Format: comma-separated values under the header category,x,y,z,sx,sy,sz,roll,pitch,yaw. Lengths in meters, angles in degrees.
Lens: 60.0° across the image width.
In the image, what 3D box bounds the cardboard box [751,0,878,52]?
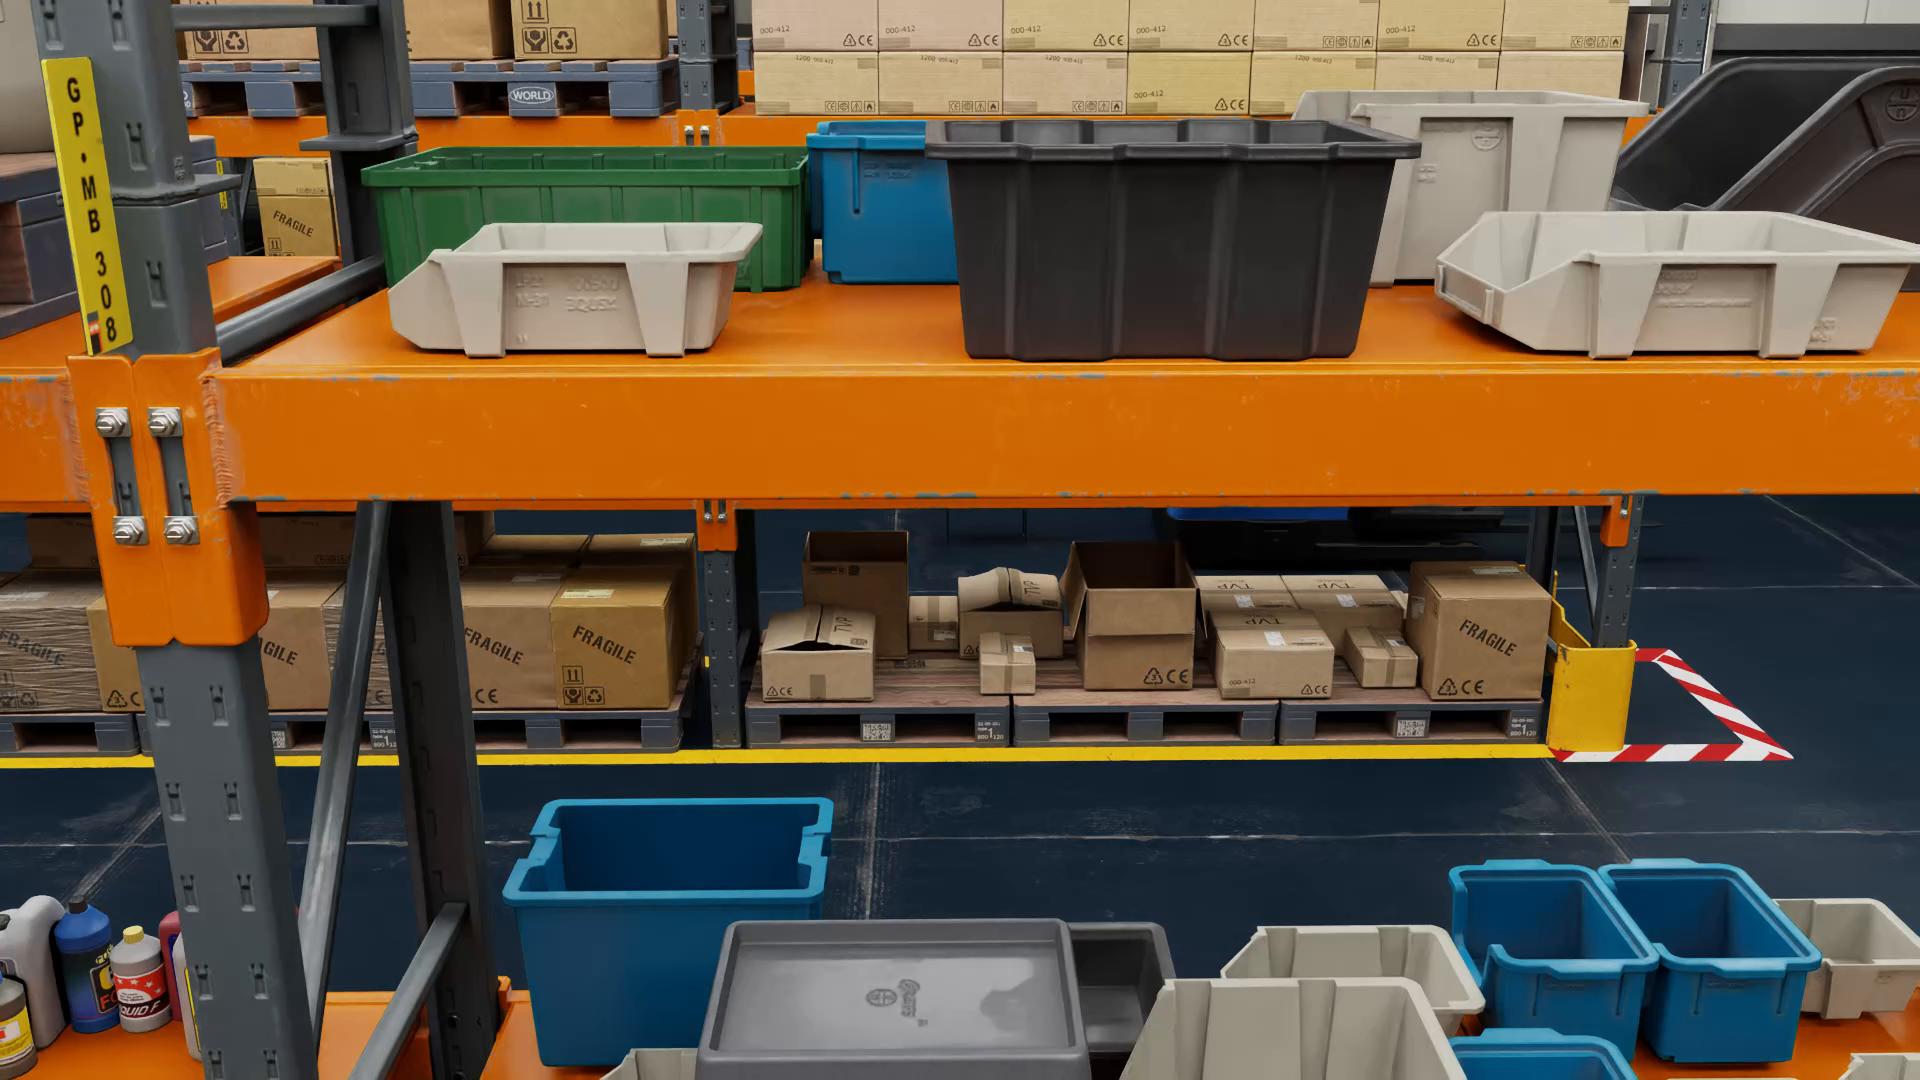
category,x,y,z,sx,sy,sz,roll,pitch,yaw
cardboard box,-0.581,-2.148,6.848,0.500,0.250,0.500,0,18,-1

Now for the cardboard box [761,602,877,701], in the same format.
category,x,y,z,sx,sy,sz,roll,pitch,yaw
cardboard box,-0.648,0.509,7.733,0.500,0.311,0.500,0,18,-1

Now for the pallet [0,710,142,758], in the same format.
category,x,y,z,sx,sy,sz,roll,pitch,yaw
pallet,-4.323,0.729,7.930,1.213,0.211,1.003,0,18,-1

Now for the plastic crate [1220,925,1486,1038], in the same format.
category,x,y,z,sx,sy,sz,roll,pitch,yaw
plastic crate,0.740,0.883,3.217,0.466,0.136,0.293,0,18,-1

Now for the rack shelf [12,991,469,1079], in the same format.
category,x,y,z,sx,sy,sz,roll,pitch,yaw
rack shelf,-2.996,1.239,2.953,4.000,0.370,1.077,0,18,-1

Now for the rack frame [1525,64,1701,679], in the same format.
category,x,y,z,sx,sy,sz,roll,pitch,yaw
rack frame,2.929,-0.646,7.649,0.127,3.000,1.000,0,18,-1

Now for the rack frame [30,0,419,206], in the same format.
category,x,y,z,sx,sy,sz,roll,pitch,yaw
rack frame,-0.996,-1.970,1.957,0.127,3.000,1.000,0,18,-1

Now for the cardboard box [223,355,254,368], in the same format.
category,x,y,z,sx,sy,sz,roll,pitch,yaw
cardboard box,-3.525,-0.838,7.398,0.500,0.500,0.700,3,18,10

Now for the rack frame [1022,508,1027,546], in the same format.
category,x,y,z,sx,sy,sz,roll,pitch,yaw
rack frame,0.409,-0.573,10.370,0.015,1.200,0.240,0,18,-1

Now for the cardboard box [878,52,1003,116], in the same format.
category,x,y,z,sx,sy,sz,roll,pitch,yaw
cardboard box,-0.081,-1.911,6.929,0.500,0.250,0.500,0,18,-1

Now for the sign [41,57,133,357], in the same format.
category,x,y,z,sx,sy,sz,roll,pitch,yaw
sign,-0.989,-0.378,1.890,0.005,0.325,0.100,0,18,-1

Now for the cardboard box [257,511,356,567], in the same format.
category,x,y,z,sx,sy,sz,roll,pitch,yaw
cardboard box,-3.060,-0.067,7.991,0.500,0.250,0.500,-1,18,-2

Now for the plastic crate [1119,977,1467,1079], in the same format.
category,x,y,z,sx,sy,sz,roll,pitch,yaw
plastic crate,0.533,0.963,2.730,0.530,0.282,0.437,0,18,-1

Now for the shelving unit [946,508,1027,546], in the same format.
category,x,y,z,sx,sy,sz,roll,pitch,yaw
shelving unit,0.166,-0.572,10.367,0.503,1.200,0.258,0,18,-1

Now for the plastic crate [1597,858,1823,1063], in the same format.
category,x,y,z,sx,sy,sz,roll,pitch,yaw
plastic crate,1.435,0.825,3.240,0.300,0.233,0.416,0,18,-1

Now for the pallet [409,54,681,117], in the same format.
category,x,y,z,sx,sy,sz,roll,pitch,yaw
pallet,-1.724,-1.983,7.217,1.003,0.211,1.213,0,18,-1

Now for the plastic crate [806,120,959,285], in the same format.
category,x,y,z,sx,sy,sz,roll,pitch,yaw
plastic crate,-0.091,-0.564,2.758,0.300,0.233,0.416,0,18,-1

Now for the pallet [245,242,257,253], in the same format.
category,x,y,z,sx,sy,sz,roll,pitch,yaw
pallet,-5.863,-1.993,12.163,1.003,0.211,1.213,0,18,-1

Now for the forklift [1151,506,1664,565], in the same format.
category,x,y,z,sx,sy,sz,roll,pitch,yaw
forklift,2.763,-1.376,10.040,3.031,2.935,1.130,0,18,0

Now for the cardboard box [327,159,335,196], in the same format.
category,x,y,z,sx,sy,sz,roll,pitch,yaw
cardboard box,-4.157,-2.602,11.837,0.500,0.250,0.500,-1,18,-2

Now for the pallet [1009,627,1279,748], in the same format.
category,x,y,z,sx,sy,sz,roll,pitch,yaw
pallet,0.839,0.692,8.046,1.213,0.211,1.003,0,18,-1

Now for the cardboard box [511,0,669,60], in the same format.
category,x,y,z,sx,sy,sz,roll,pitch,yaw
cardboard box,-1.575,-2.370,7.099,0.600,0.600,0.600,-2,18,-6

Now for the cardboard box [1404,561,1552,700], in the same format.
category,x,y,z,sx,sy,sz,roll,pitch,yaw
cardboard box,2.389,0.413,7.721,0.500,0.500,0.500,0,18,-1

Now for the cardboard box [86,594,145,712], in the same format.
category,x,y,z,sx,sy,sz,roll,pitch,yaw
cardboard box,-3.586,0.454,7.594,0.500,0.500,0.500,-1,18,-2

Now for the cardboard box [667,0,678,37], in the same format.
category,x,y,z,sx,sy,sz,roll,pitch,yaw
cardboard box,-2.034,-3.854,11.856,0.500,0.500,0.700,-1,18,-4

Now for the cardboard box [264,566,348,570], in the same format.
category,x,y,z,sx,sy,sz,roll,pitch,yaw
cardboard box,-3.097,0.291,8.103,0.500,0.500,0.500,-1,18,-3

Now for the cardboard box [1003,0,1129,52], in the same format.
category,x,y,z,sx,sy,sz,roll,pitch,yaw
cardboard box,0.420,-2.150,6.854,0.500,0.250,0.500,0,18,-1

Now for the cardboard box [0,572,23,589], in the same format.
category,x,y,z,sx,sy,sz,roll,pitch,yaw
cardboard box,-4.611,0.459,7.578,0.500,0.500,0.500,0,18,1

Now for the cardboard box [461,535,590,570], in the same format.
category,x,y,z,sx,sy,sz,roll,pitch,yaw
cardboard box,-2.091,0.288,8.110,0.500,0.500,0.500,0,18,0

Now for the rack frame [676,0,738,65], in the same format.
category,x,y,z,sx,sy,sz,roll,pitch,yaw
rack frame,-1.071,-3.483,6.673,0.127,3.000,1.000,0,18,-1

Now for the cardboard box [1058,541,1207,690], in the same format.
category,x,y,z,sx,sy,sz,roll,pitch,yaw
cardboard box,0.808,0.342,7.937,0.637,0.503,0.797,0,18,-1

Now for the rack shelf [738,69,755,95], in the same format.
category,x,y,z,sx,sy,sz,roll,pitch,yaw
rack shelf,-3.152,-3.215,11.927,4.000,0.370,1.077,0,18,-1

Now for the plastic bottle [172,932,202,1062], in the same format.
category,x,y,z,sx,sy,sz,roll,pitch,yaw
plastic bottle,-1.394,0.813,3.183,0.185,0.351,0.144,0,18,-1

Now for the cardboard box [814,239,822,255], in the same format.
category,x,y,z,sx,sy,sz,roll,pitch,yaw
cardboard box,-0.595,-1.066,7.160,0.500,0.500,0.500,0,18,1

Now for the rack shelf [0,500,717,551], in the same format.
category,x,y,z,sx,sy,sz,roll,pitch,yaw
rack shelf,-3.070,-0.274,7.669,4.000,0.370,1.077,0,18,-1

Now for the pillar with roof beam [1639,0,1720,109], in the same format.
category,x,y,z,sx,sy,sz,roll,pitch,yaw
pillar with roof beam,5.601,-3.978,8.215,0.400,9.000,9.100,0,18,-1

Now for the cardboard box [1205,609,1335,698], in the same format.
category,x,y,z,sx,sy,sz,roll,pitch,yaw
cardboard box,1.439,0.527,7.774,0.500,0.250,0.500,0,18,-1

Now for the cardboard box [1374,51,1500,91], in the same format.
category,x,y,z,sx,sy,sz,roll,pitch,yaw
cardboard box,1.919,-1.920,6.958,0.500,0.250,0.500,0,18,-1

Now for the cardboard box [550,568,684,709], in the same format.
category,x,y,z,sx,sy,sz,roll,pitch,yaw
cardboard box,-1.560,0.444,7.624,0.500,0.500,0.500,0,18,-1

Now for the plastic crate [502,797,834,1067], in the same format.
category,x,y,z,sx,sy,sz,roll,pitch,yaw
plastic crate,-0.535,0.759,3.198,0.575,0.384,0.392,0,18,-1

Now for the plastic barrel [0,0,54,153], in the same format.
category,x,y,z,sx,sy,sz,roll,pitch,yaw
plastic barrel,-1.526,-0.880,2.561,0.433,0.535,0.433,0,18,0

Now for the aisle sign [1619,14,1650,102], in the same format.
category,x,y,z,sx,sy,sz,roll,pitch,yaw
aisle sign,2.992,-1.973,7.533,0.004,0.787,0.394,0,18,-1

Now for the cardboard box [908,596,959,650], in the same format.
category,x,y,z,sx,sy,sz,roll,pitch,yaw
cardboard box,-0.131,0.412,8.299,0.250,0.149,0.380,0,18,-1

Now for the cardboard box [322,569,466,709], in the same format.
category,x,y,z,sx,sy,sz,roll,pitch,yaw
cardboard box,-2.555,0.446,7.617,0.500,0.500,0.500,0,18,0

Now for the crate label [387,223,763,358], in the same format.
category,x,y,z,sx,sy,sz,roll,pitch,yaw
crate label,-0.502,-0.330,2.188,0.466,0.136,0.293,0,18,-1

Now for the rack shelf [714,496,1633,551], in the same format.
category,x,y,z,sx,sy,sz,roll,pitch,yaw
rack shelf,0.929,-0.293,7.729,4.000,0.370,1.077,0,18,-1

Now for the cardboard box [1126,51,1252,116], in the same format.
category,x,y,z,sx,sy,sz,roll,pitch,yaw
cardboard box,0.919,-1.917,6.946,0.500,0.250,0.500,0,18,-1

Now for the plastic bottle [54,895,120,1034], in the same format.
category,x,y,z,sx,sy,sz,roll,pitch,yaw
plastic bottle,-1.715,0.827,3.271,0.097,0.271,0.097,0,18,0

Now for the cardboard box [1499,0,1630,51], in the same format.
category,x,y,z,sx,sy,sz,roll,pitch,yaw
cardboard box,2.419,-2.160,6.887,0.500,0.250,0.500,0,18,-1

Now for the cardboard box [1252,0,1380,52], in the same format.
category,x,y,z,sx,sy,sz,roll,pitch,yaw
cardboard box,1.419,-2.156,6.876,0.500,0.250,0.500,0,18,-1

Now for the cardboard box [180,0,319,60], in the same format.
category,x,y,z,sx,sy,sz,roll,pitch,yaw
cardboard box,-2.909,-2.363,7.076,0.600,0.600,0.600,-1,18,-3

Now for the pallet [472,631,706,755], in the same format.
category,x,y,z,sx,sy,sz,roll,pitch,yaw
pallet,-1.883,0.717,7.967,1.213,0.211,1.003,0,18,-1

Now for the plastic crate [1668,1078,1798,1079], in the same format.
category,x,y,z,sx,sy,sz,roll,pitch,yaw
plastic crate,1.327,1.036,2.740,0.250,0.136,0.298,0,18,-1

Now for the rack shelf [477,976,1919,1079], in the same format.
category,x,y,z,sx,sy,sz,roll,pitch,yaw
rack shelf,1.004,1.219,3.013,4.000,0.370,1.077,0,18,-1

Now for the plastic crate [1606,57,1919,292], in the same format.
category,x,y,z,sx,sy,sz,roll,pitch,yaw
plastic crate,1.471,-0.608,2.723,0.767,0.338,0.504,0,18,-1

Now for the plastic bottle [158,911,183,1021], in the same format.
category,x,y,z,sx,sy,sz,roll,pitch,yaw
plastic bottle,-1.503,0.814,3.290,0.133,0.283,0.061,0,18,-1

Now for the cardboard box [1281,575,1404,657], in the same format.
category,x,y,z,sx,sy,sz,roll,pitch,yaw
cardboard box,1.881,0.373,8.257,0.500,0.250,0.500,0,18,-1

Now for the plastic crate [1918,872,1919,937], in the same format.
category,x,y,z,sx,sy,sz,roll,pitch,yaw
plastic crate,2.093,0.822,3.250,0.300,0.233,0.416,0,18,-1

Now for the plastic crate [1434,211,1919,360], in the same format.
category,x,y,z,sx,sy,sz,roll,pitch,yaw
plastic crate,0.941,-0.350,2.248,0.530,0.136,0.437,0,18,-1

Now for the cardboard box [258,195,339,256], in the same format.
category,x,y,z,sx,sy,sz,roll,pitch,yaw
cardboard box,-4.662,-2.243,11.945,0.500,0.500,0.500,0,18,1
